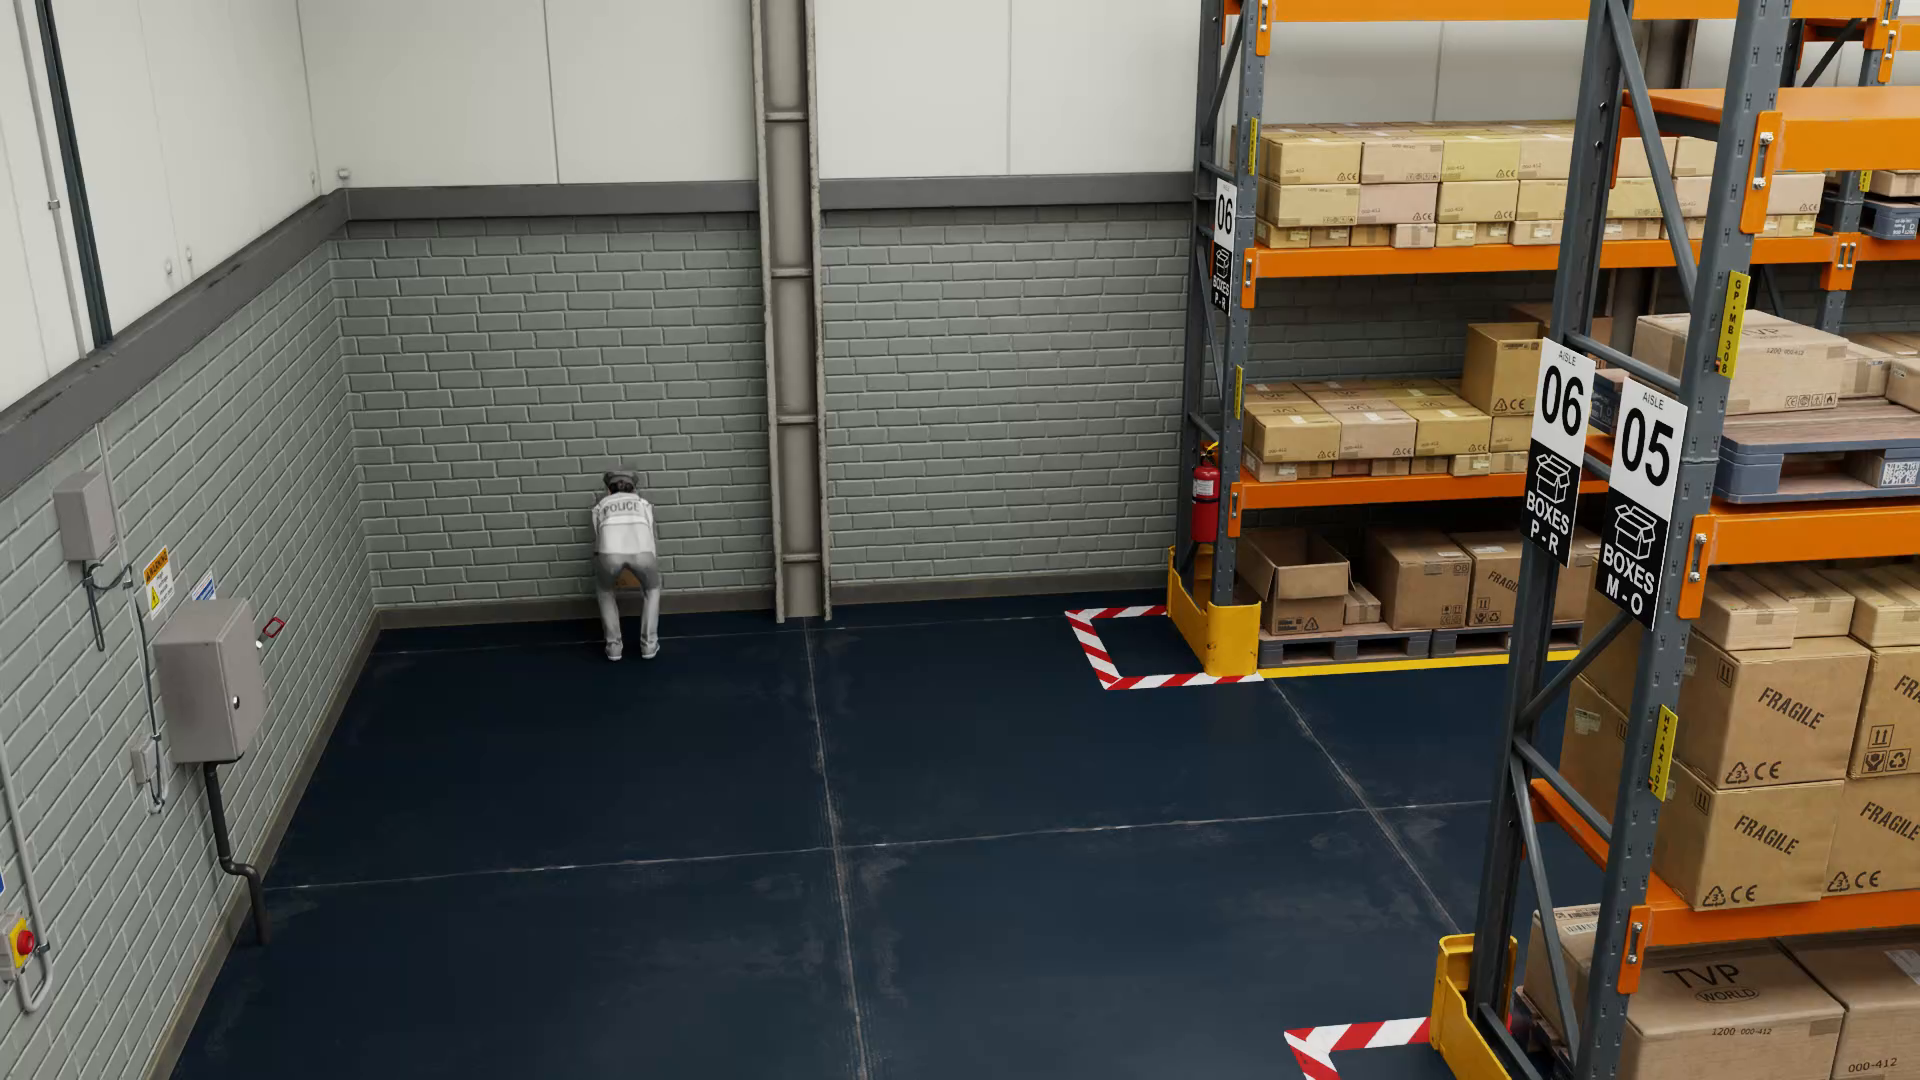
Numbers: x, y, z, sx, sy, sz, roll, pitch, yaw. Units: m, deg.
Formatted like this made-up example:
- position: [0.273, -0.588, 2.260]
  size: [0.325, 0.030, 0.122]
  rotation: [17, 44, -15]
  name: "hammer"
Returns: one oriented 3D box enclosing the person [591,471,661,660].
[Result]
- position: [-2.272, 0.165, 11.352]
  size: [0.434, 1.168, 0.912]
  rotation: [-4, 20, -9]
  name: "person"
